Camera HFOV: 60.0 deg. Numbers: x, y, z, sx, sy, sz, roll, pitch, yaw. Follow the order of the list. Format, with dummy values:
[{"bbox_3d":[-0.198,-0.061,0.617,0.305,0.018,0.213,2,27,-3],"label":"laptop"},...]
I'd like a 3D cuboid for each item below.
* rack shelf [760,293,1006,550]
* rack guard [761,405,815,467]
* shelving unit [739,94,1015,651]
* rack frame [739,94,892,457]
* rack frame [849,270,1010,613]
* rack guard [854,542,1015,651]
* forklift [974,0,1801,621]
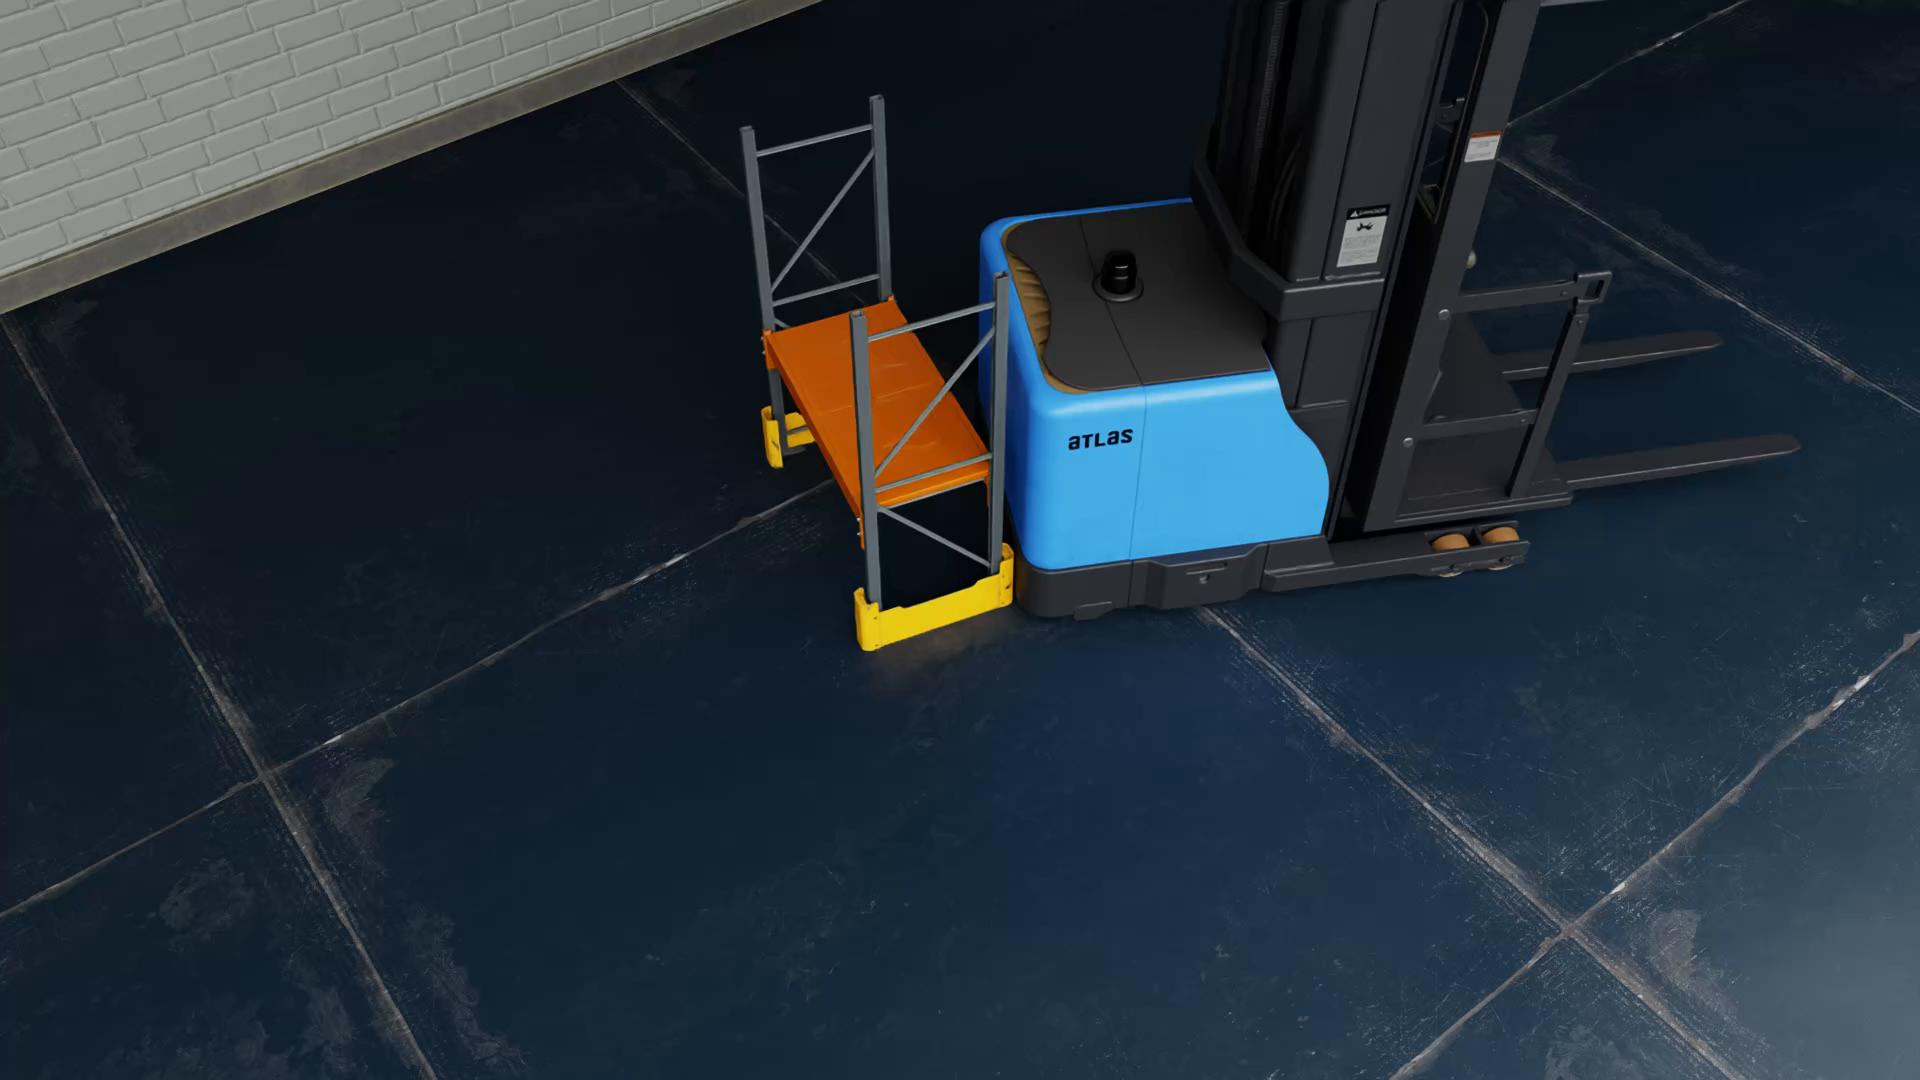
[{"bbox_3d":[-0.288,-0.443,5.882,0.538,0.185,1.000,-18,50,-15],"label":"rack shelf"},{"bbox_3d":[-0.481,-0.477,6.513,0.587,0.250,0.087,-18,50,-15],"label":"rack guard"},{"bbox_3d":[-0.284,-0.557,5.743,0.587,1.500,1.083,-18,50,-15],"label":"shelving unit"},{"bbox_3d":[-0.489,-0.910,6.062,0.500,1.500,0.032,-18,50,-15],"label":"rack frame"},{"bbox_3d":[-0.087,-0.218,5.435,0.500,1.500,0.032,-18,50,-15],"label":"rack frame"},{"bbox_3d":[-0.087,0.201,5.899,0.587,0.250,0.087,-18,50,-15],"label":"rack guard"},{"bbox_3d":[1.623,-1.229,5.385,3.031,2.935,1.130,-8,48,-7],"label":"forklift"}]
